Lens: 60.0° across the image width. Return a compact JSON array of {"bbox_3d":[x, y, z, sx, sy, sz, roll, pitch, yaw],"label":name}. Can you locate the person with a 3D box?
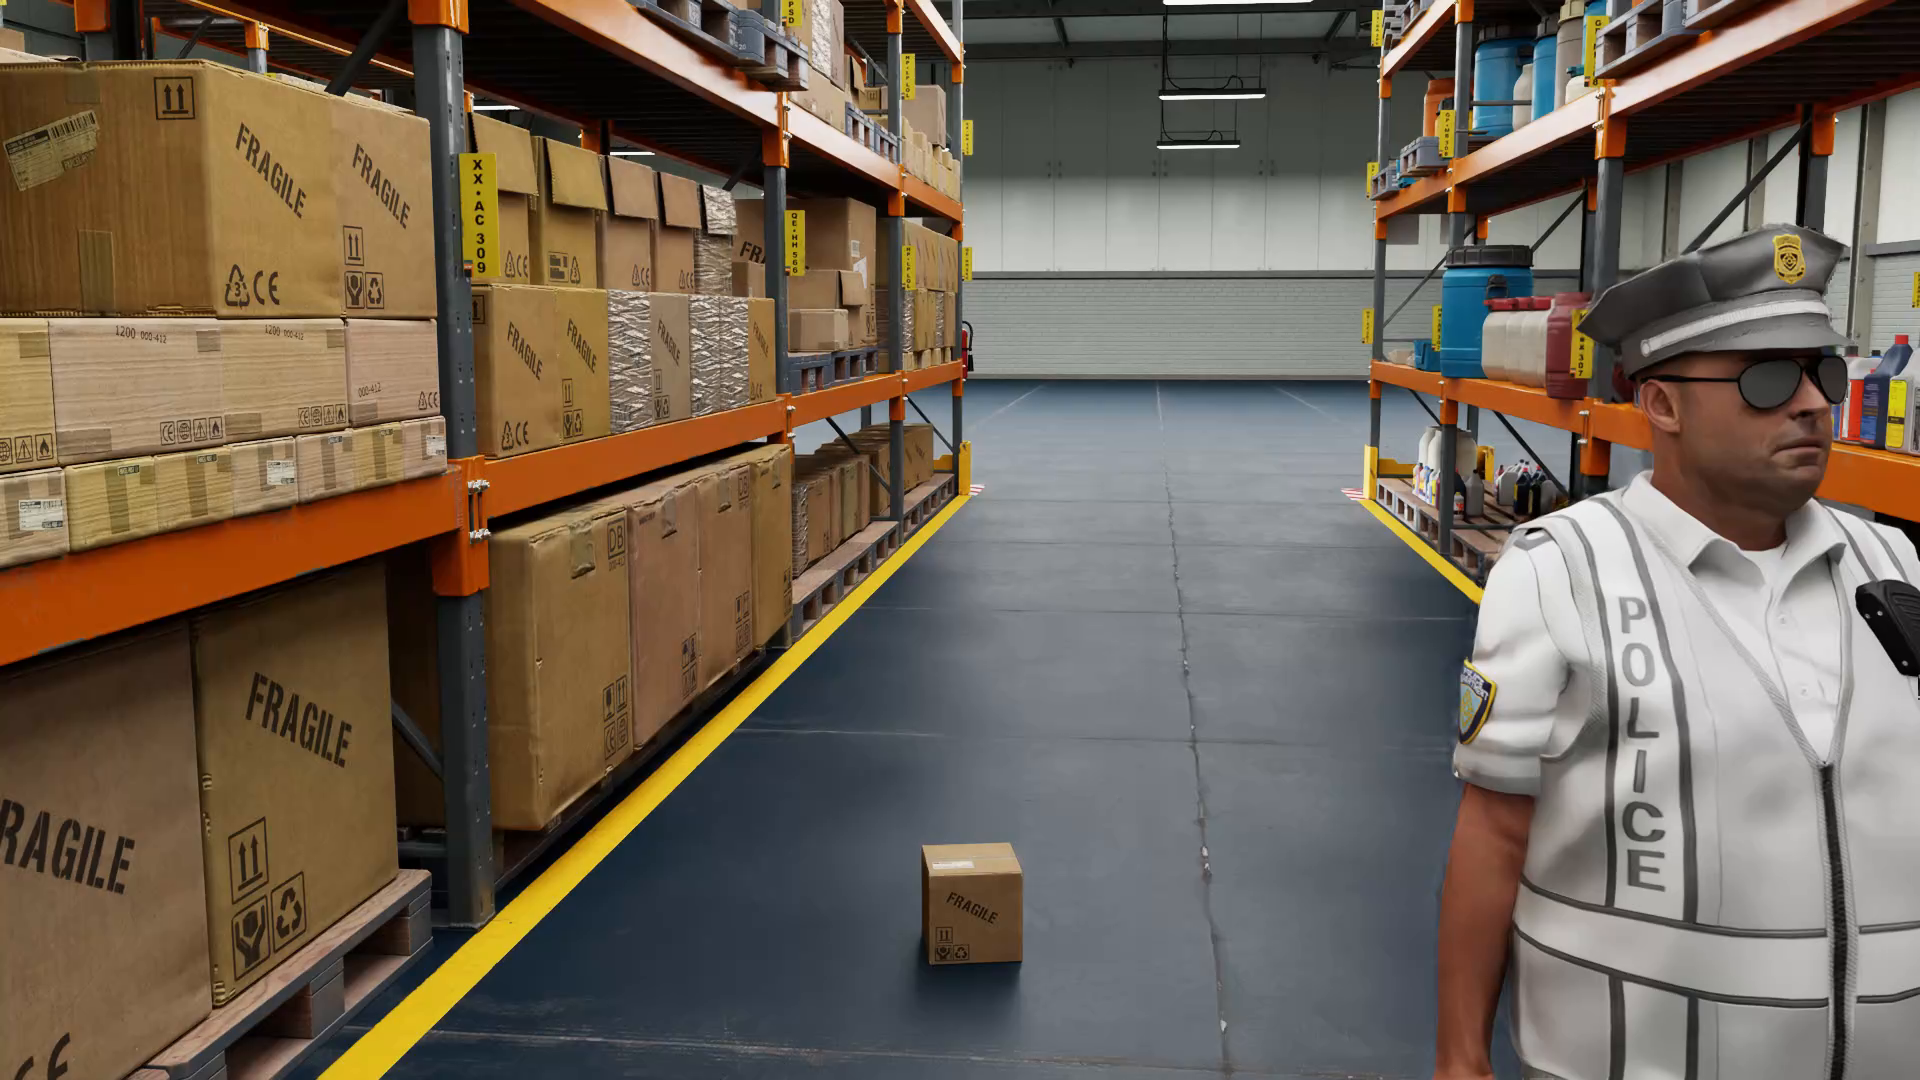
[{"bbox_3d":[0.814,0.601,1.729,0.573,1.828,0.487,-1,8,-8],"label":"person"}]
